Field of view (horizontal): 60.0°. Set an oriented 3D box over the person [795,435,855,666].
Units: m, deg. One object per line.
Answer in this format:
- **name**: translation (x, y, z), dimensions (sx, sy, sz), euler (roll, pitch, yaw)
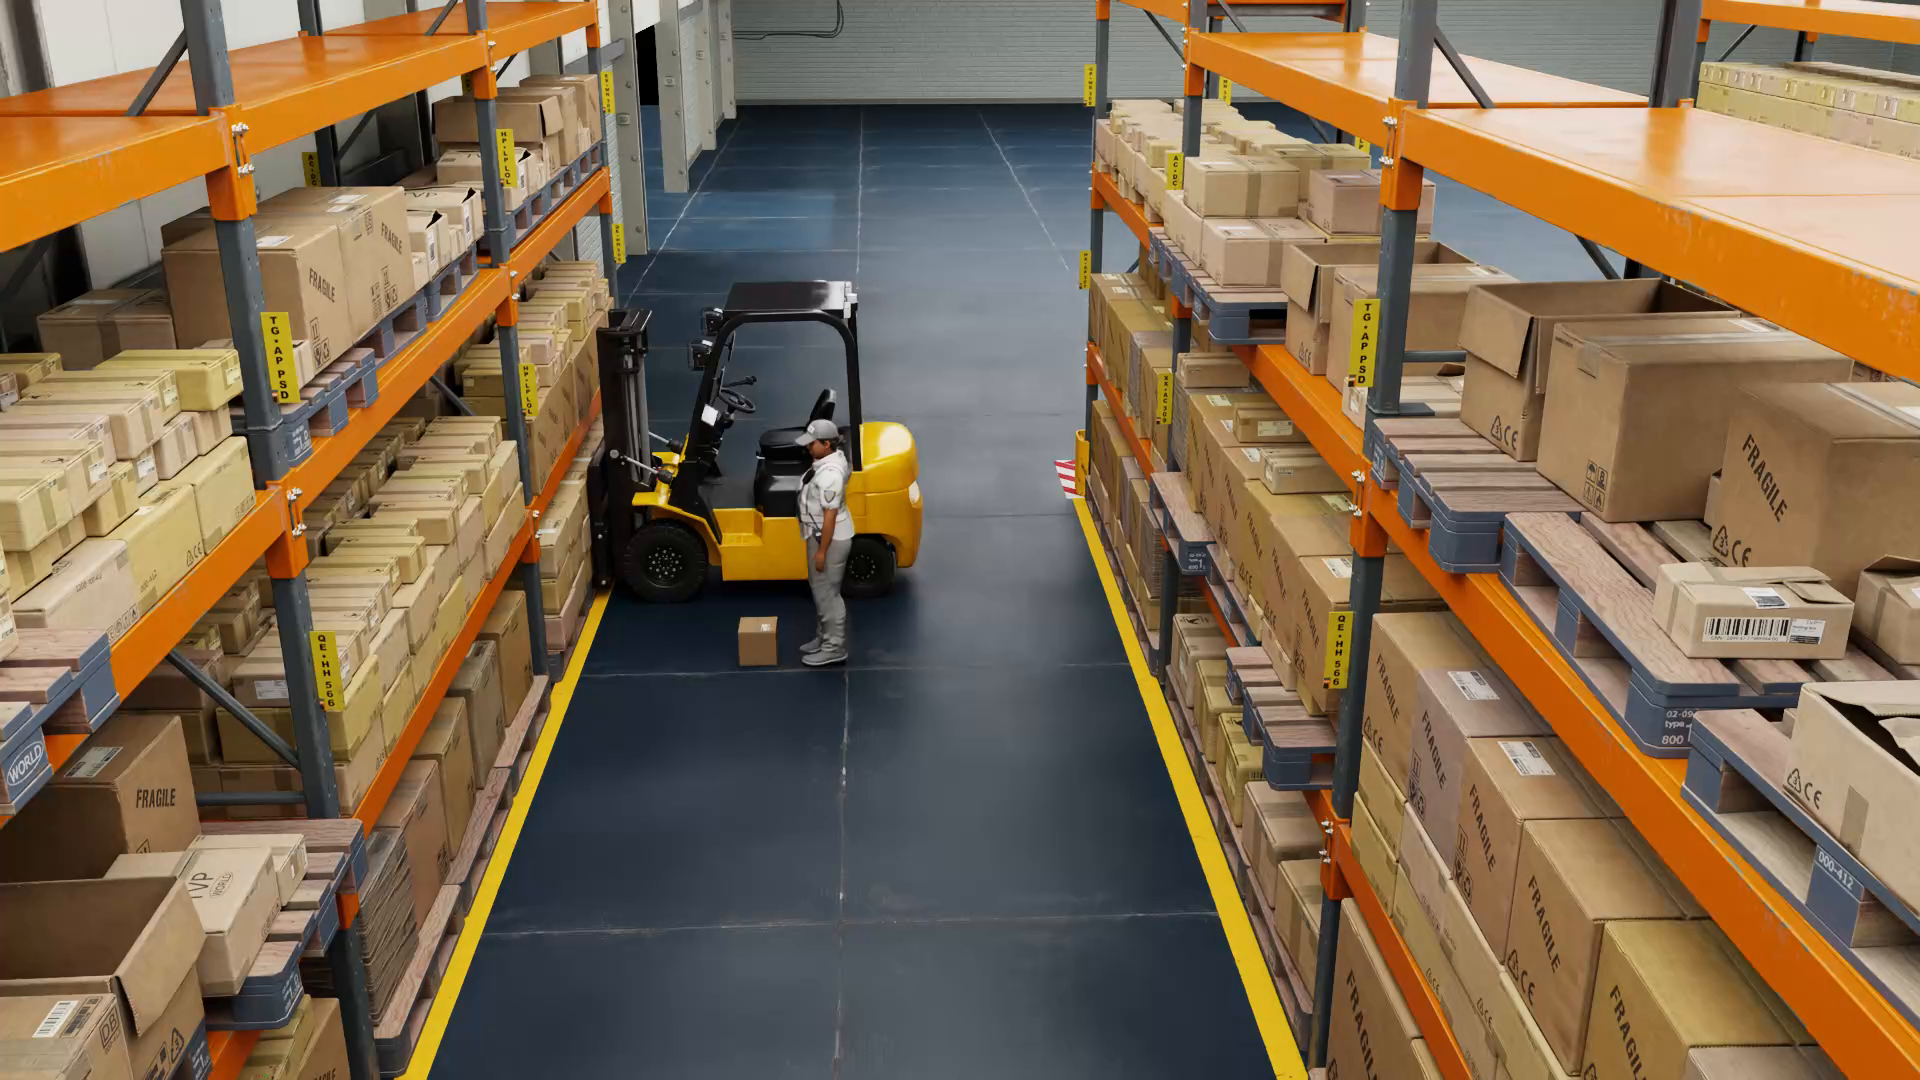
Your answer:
- **person**: translation (-0.896, 0.030, 11.027), dimensions (0.405, 1.698, 0.501), euler (-1, 21, -3)
